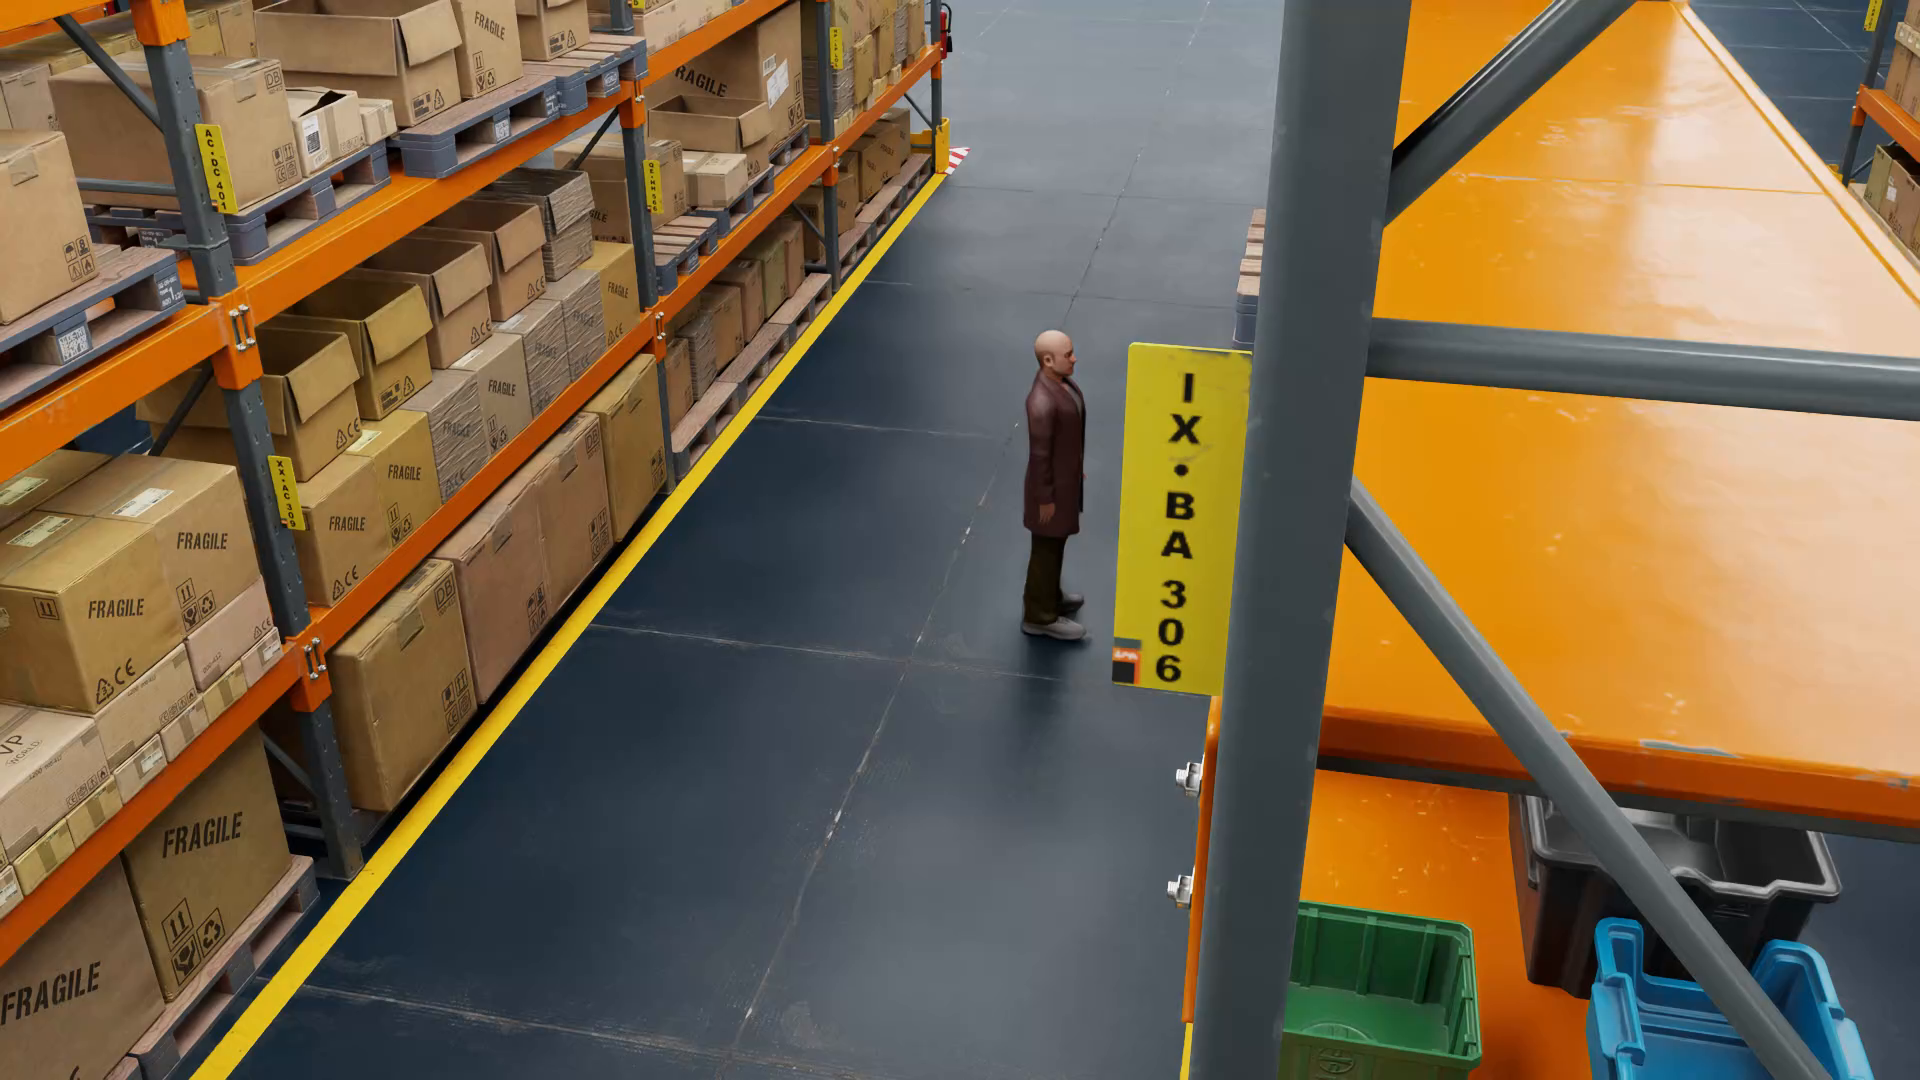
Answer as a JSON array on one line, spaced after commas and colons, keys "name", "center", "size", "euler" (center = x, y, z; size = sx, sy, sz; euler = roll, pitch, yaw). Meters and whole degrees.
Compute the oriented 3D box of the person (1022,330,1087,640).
[{"name": "person", "center": [0.547, -0.308, 9.173], "size": [0.408, 1.785, 0.591], "euler": [6, 29, 11]}]
